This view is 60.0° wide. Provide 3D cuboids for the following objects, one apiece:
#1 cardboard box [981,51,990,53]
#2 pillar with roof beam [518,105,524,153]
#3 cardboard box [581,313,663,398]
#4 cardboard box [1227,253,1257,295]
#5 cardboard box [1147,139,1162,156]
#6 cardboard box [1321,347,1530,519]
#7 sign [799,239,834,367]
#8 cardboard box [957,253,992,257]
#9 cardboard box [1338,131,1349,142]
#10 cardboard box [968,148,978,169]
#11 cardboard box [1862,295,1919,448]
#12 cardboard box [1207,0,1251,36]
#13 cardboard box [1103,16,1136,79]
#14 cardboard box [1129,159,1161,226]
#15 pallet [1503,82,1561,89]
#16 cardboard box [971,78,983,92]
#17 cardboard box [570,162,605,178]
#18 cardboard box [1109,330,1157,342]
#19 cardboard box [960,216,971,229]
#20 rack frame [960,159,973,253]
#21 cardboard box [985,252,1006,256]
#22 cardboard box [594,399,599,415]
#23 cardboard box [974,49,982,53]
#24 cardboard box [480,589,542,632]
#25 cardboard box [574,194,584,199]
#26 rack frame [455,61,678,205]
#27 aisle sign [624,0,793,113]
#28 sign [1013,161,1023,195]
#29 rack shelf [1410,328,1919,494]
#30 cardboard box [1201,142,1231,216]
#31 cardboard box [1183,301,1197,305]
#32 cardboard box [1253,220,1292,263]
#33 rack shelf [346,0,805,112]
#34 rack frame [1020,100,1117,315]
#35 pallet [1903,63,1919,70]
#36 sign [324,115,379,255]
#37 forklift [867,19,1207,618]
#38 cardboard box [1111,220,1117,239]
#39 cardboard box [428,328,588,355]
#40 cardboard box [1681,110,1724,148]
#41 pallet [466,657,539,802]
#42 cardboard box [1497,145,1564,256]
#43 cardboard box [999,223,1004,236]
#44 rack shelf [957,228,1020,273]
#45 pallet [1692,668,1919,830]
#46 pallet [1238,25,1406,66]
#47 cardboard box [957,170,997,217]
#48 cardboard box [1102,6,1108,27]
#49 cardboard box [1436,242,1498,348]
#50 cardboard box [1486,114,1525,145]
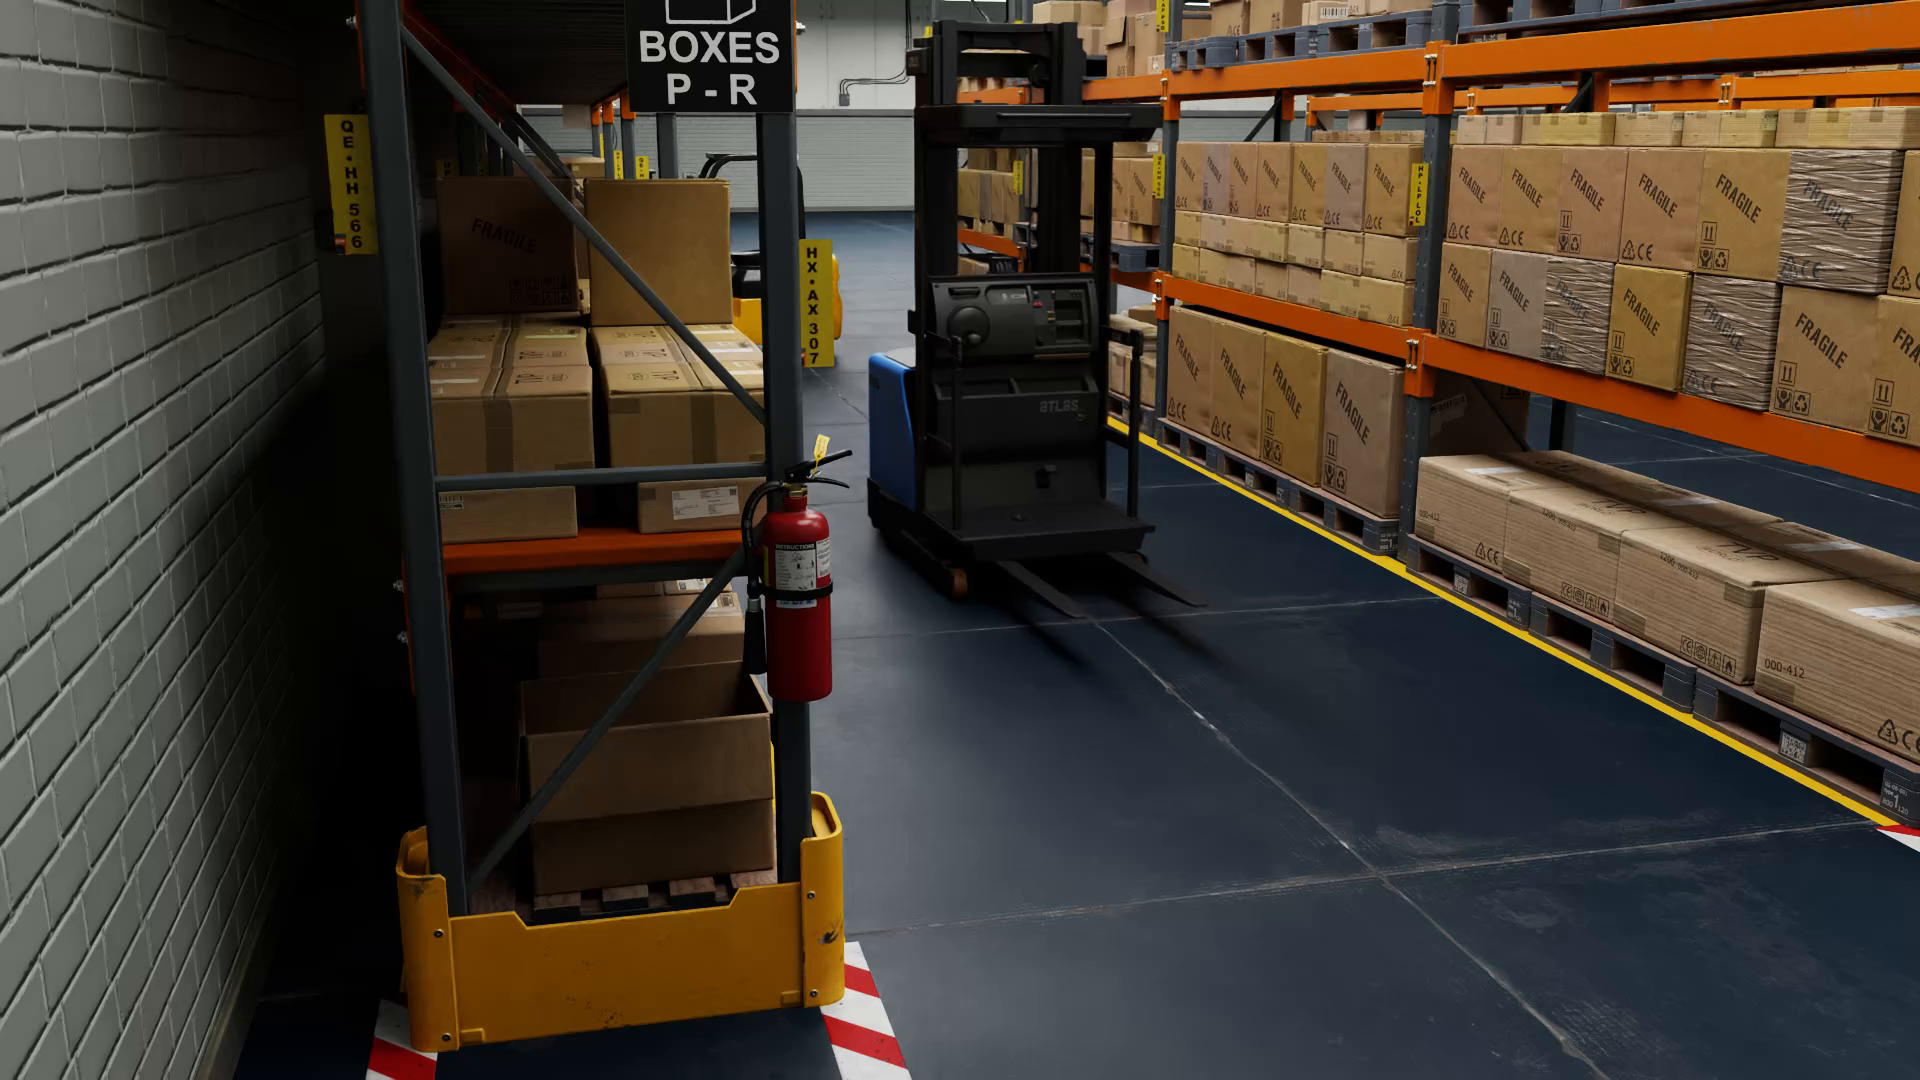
[{"bbox_3d":[0.512,-5.052,17.653,0.500,0.250,0.500,-4,14,-14],"label":"cardboard box"},{"bbox_3d":[-8.234,-13.710,47.085,9.100,9.000,0.548,-3,14,-13],"label":"pillar with roof beam"},{"bbox_3d":[-1.129,-0.696,6.146,0.500,0.250,0.500,-4,14,-15],"label":"cardboard box"},{"bbox_3d":[2.168,-1.840,11.453,0.500,0.250,0.500,-3,14,-11],"label":"cardboard box"},{"bbox_3d":[1.693,-3.599,15.249,0.380,0.149,0.250,-4,14,-16],"label":"cardboard box"},{"bbox_3d":[2.759,-0.666,9.925,0.875,0.875,0.875,-3,14,-11],"label":"cardboard box"},{"bbox_3d":[-0.375,-0.606,4.263,0.100,0.325,0.005,-3,14,-13],"label":"sign"},{"bbox_3d":[0.091,-3.149,19.827,0.500,0.500,0.500,-4,14,-15],"label":"cardboard box"},{"bbox_3d":[5.220,-4.811,20.707,0.875,0.550,0.550,-3,14,-13],"label":"cardboard box"},{"bbox_3d":[0.496,-4.697,19.888,0.700,0.500,0.500,-4,14,-15],"label":"cardboard box"},{"bbox_3d":[3.551,-0.578,5.761,0.500,0.500,0.500,-3,14,-13],"label":"cardboard box"},{"bbox_3d":[2.278,-3.911,12.192,0.797,0.503,0.637,-4,14,-17],"label":"cardboard box"},{"bbox_3d":[1.657,-4.136,13.998,0.797,0.503,0.637,-3,14,-13],"label":"cardboard box"},{"bbox_3d":[1.666,-2.765,13.201,0.500,0.500,0.500,-4,14,-15],"label":"cardboard box"},{"bbox_3d":[6.154,-4.656,16.746,0.805,0.209,1.217,-4,14,-15],"label":"pallet"},{"bbox_3d":[0.335,-5.008,18.314,0.380,0.149,0.250,-4,14,-15],"label":"cardboard box"},{"bbox_3d":[-3.507,-3.522,15.818,0.380,0.149,0.250,-3,14,-12],"label":"cardboard box"},{"bbox_3d":[1.566,-1.682,15.142,0.950,0.372,0.625,-3,14,-11],"label":"cardboard box"},{"bbox_3d":[0.207,-3.670,19.157,0.380,0.149,0.250,-3,14,-12],"label":"cardboard box"},{"bbox_3d":[0.164,-4.124,20.486,1.000,3.000,0.127,-3,14,-13],"label":"rack frame"},{"bbox_3d":[0.605,-3.186,19.977,0.500,0.500,0.500,-3,14,-13],"label":"cardboard box"},{"bbox_3d":[-1.280,-0.594,6.567,0.380,0.149,0.250,-3,14,-12],"label":"cardboard box"},{"bbox_3d":[0.360,-5.337,17.980,0.380,0.149,0.250,-3,14,-12],"label":"cardboard box"},{"bbox_3d":[-1.917,0.190,7.611,0.500,0.311,0.500,-3,14,-11],"label":"cardboard box"},{"bbox_3d":[-2.044,-1.755,9.695,0.700,0.500,0.500,-3,14,-13],"label":"cardboard box"},{"bbox_3d":[-1.842,-1.078,8.019,1.000,3.000,0.127,-3,14,-13],"label":"rack frame"},{"bbox_3d":[-0.601,-1.419,3.936,0.394,0.787,0.004,-3,14,-13],"label":"aisle sign"},{"bbox_3d":[0.578,-3.590,16.475,0.100,0.325,0.005,-3,14,-13],"label":"sign"},{"bbox_3d":[3.452,-0.545,7.352,1.077,0.370,4.000,-3,14,-13],"label":"rack shelf"},{"bbox_3d":[2.047,-2.571,11.814,0.500,0.500,0.500,-3,14,-13],"label":"cardboard box"},{"bbox_3d":[3.037,-2.647,19.701,0.637,0.503,0.797,10,17,35],"label":"cardboard box"},{"bbox_3d":[2.253,-1.965,10.912,0.500,0.250,0.500,-3,14,-12],"label":"cardboard box"},{"bbox_3d":[-1.372,-1.724,5.860,1.077,0.370,4.000,-3,14,-13],"label":"rack shelf"},{"bbox_3d":[1.103,-3.201,16.709,1.000,3.000,0.127,-3,14,-13],"label":"rack frame"},{"bbox_3d":[7.482,-3.408,11.632,1.213,0.211,1.003,-3,14,-13],"label":"pallet"},{"bbox_3d":[-1.447,-0.845,3.959,0.100,0.325,0.005,-3,14,-13],"label":"sign"},{"bbox_3d":[0.370,-1.223,8.755,1.130,2.935,3.031,-4,14,-17],"label":"forklift"},{"bbox_3d":[1.450,-2.595,13.872,0.380,0.149,0.250,-4,14,-16],"label":"cardboard box"},{"bbox_3d":[-1.500,-0.552,5.554,0.500,0.250,0.500,-3,14,-11],"label":"cardboard box"},{"bbox_3d":[3.246,-1.707,6.908,0.380,0.149,0.250,-3,14,-11],"label":"cardboard box"},{"bbox_3d":[-1.392,0.717,6.547,1.003,0.211,1.213,-3,14,-13],"label":"pallet"},{"bbox_3d":[2.971,-1.650,8.041,0.500,0.500,0.500,-3,14,-14],"label":"cardboard box"},{"bbox_3d":[0.636,-3.316,17.709,0.380,0.149,0.250,-3,14,-14],"label":"cardboard box"},{"bbox_3d":[0.633,-3.313,18.683,1.077,0.370,4.000,-3,14,-13],"label":"rack shelf"},{"bbox_3d":[3.658,0.742,6.446,1.003,0.211,1.213,-3,14,-13],"label":"pallet"},{"bbox_3d":[2.511,-3.240,10.947,1.003,0.211,1.213,-3,14,-11],"label":"pallet"},{"bbox_3d":[0.251,-3.955,18.959,0.500,0.500,0.500,-4,14,-14],"label":"cardboard box"},{"bbox_3d":[1.363,-4.906,15.743,0.500,0.250,0.500,-3,14,-12],"label":"cardboard box"},{"bbox_3d":[2.838,-1.281,8.640,0.500,0.500,0.500,-3,14,-11],"label":"cardboard box"},{"bbox_3d":[2.880,-2.059,8.352,0.380,0.149,0.250,-3,14,-12],"label":"cardboard box"}]
